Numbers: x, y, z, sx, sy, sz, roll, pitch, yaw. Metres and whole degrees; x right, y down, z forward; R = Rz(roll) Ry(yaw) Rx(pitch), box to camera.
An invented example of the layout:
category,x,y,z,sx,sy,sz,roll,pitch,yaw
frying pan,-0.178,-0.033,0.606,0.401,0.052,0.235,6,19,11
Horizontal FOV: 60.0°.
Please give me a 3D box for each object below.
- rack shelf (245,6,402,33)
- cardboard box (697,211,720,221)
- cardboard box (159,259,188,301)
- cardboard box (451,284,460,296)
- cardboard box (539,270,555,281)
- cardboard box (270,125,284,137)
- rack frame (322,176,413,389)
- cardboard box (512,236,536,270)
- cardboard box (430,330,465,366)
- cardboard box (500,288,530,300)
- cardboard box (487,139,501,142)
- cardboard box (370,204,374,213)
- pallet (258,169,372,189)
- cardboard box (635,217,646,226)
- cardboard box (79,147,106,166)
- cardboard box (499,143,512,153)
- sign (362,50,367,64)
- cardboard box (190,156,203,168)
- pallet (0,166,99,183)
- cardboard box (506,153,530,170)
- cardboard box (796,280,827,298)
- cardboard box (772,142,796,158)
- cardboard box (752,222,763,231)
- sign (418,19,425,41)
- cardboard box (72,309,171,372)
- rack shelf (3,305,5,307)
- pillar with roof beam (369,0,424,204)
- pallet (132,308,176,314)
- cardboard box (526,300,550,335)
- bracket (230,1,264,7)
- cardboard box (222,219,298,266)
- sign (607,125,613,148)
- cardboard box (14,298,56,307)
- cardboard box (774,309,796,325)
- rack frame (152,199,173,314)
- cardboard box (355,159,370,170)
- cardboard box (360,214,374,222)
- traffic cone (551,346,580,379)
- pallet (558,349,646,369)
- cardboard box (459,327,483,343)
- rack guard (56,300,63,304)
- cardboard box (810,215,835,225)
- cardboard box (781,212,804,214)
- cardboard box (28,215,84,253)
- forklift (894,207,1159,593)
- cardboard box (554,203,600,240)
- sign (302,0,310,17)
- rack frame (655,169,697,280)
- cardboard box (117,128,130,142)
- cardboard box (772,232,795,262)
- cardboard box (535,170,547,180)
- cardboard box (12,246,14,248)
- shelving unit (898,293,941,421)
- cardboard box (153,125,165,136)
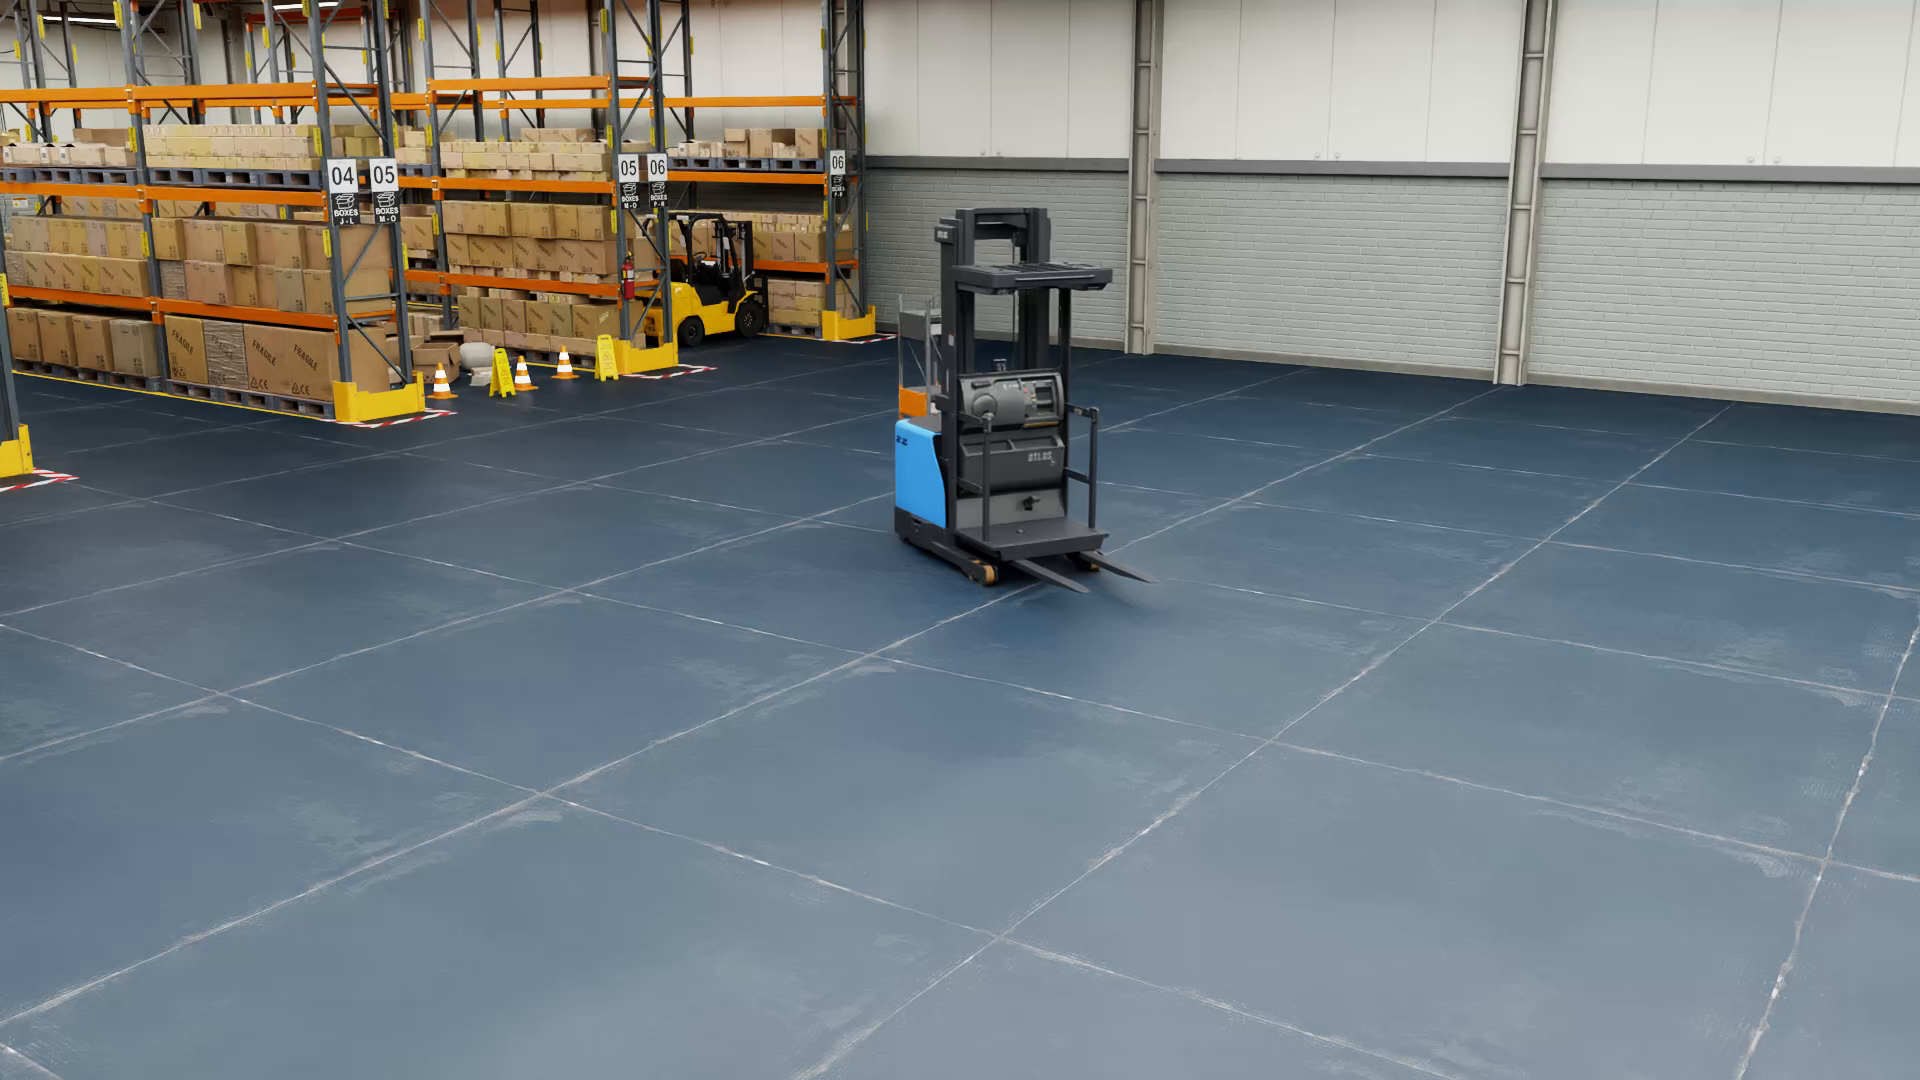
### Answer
category,x,y,z,sx,sy,sz,roll,pitch,yaw
rack shelf,-13.589,-11.098,35.511,4.000,0.370,1.077,9,17,33
cardboard box,-4.552,-5.883,30.168,0.250,0.149,0.380,10,17,34
cardboard box,-10.424,-3.616,22.877,0.550,0.550,0.875,9,17,33
cardboard box,-10.368,-5.327,34.427,0.500,0.500,0.500,8,16,31
cardboard box,-6.269,-4.098,25.657,0.250,0.149,0.380,9,17,32
cardboard box,-8.306,-5.073,20.614,0.250,0.149,0.380,10,17,34
rack frame,-7.418,-3.054,20.918,0.127,3.000,1.000,9,17,33
cardboard box,-6.579,-4.473,25.823,0.500,0.500,0.500,9,17,33
cardboard box,-7.928,-2.964,25.751,0.500,0.500,0.500,-4,14,-16
cardboard box,-6.997,-3.873,26.165,0.250,0.149,0.380,10,17,36
cardboard box,-9.220,-7.882,33.044,0.250,0.149,0.380,9,16,31
cardboard box,-9.862,-5.676,28.459,0.250,0.149,0.380,8,16,30
pallet,-8.039,-4.565,20.962,1.213,0.211,1.003,9,17,33
cardboard box,-5.923,-5.977,31.169,0.250,0.149,0.380,9,16,32
cardboard box,-11.884,-5.348,23.172,0.500,0.250,0.500,9,17,32
cardboard box,-6.868,-6.041,25.606,0.250,0.149,0.380,9,16,32
sign,-12.247,-9.952,34.191,0.005,0.325,0.100,9,17,33
cardboard box,-9.779,-4.924,21.672,0.250,0.149,0.380,9,16,32
pallet,-13.492,-5.416,24.608,1.003,0.211,1.213,10,17,35
cardboard box,-6.584,-5.801,25.464,0.500,0.250,0.500,9,17,33
cardboard box,-2.528,-4.399,29.118,0.500,0.250,0.500,10,17,35
cardboard box,-3.039,-6.773,28.895,0.258,0.266,0.396,9,17,33
cardboard box,-3.494,-5.566,29.508,0.250,0.149,0.380,9,17,33
sign,-8.363,-7.922,25.825,0.005,0.325,0.100,9,17,33
cardboard box,-12.101,-2.898,24.095,0.750,0.750,1.050,9,17,33
rack shelf,-15.716,-4.046,26.422,4.000,0.370,1.077,9,17,33
pillar with roof beam,-14.407,-8.981,32.376,0.548,9.000,9.100,9,17,33
pallet,-15.284,-4.428,32.271,1.213,0.211,1.003,9,17,33
cardboard box,-6.399,-3.482,25.933,0.500,0.500,0.500,9,16,32
bracket,-14.684,-11.917,36.746,4.783,0.066,0.076,9,17,33
cardboard box,-9.113,-3.911,21.822,0.500,0.550,0.875,9,17,33
sign,-5.065,-5.832,24.057,0.005,0.325,0.100,9,17,33
cardboard box,-14.493,-3.622,25.981,0.500,0.250,0.500,8,16,30
cardboard box,-2.946,-3.983,29.517,0.500,0.250,0.500,9,17,33
rack frame,-14.696,-5.664,31.461,0.127,3.000,1.000,9,17,33
cardboard box,-7.523,-4.750,20.970,0.250,0.149,0.380,9,17,33
cardboard box,-9.842,-5.211,27.929,0.500,0.500,0.500,8,16,31
traffic cone,-5.816,-2.624,24.459,0.334,0.463,0.336,9,17,33
pallet,-5.457,-2.827,25.805,1.213,0.211,1.003,9,17,33
cardboard box,-7.719,-3.327,26.870,0.500,0.250,0.500,8,16,30
rack guard,-18.035,-4.990,33.941,0.348,0.500,1.175,9,17,33
cardboard box,-2.387,-5.559,28.859,0.250,0.149,0.380,9,17,33
cardboard box,-2.986,-5.781,29.758,0.250,0.149,0.380,10,17,35
cardboard box,-13.269,-4.531,24.596,0.500,0.500,0.700,9,16,32
forklift,0.528,-1.178,13.482,1.130,2.935,3.031,-7,16,-26
cardboard box,-5.701,-4.827,25.173,0.500,0.500,0.700,9,17,33
sign,-7.733,-6.352,19.646,0.005,0.325,0.100,9,17,33
rack frame,-5.291,-5.581,31.127,0.127,3.000,1.000,9,17,33
cardboard box,-15.833,-7.597,31.730,0.637,0.503,0.797,11,18,37
cardboard box,-2.952,-5.178,29.292,0.500,0.500,0.500,10,17,35
cardboard box,-6.238,-5.558,25.314,0.250,0.149,0.380,9,16,31
cardboard box,-14.345,-4.458,25.620,0.250,0.149,0.380,10,17,35
shelving unit,-0.255,-1.161,15.145,0.431,2.100,0.503,-8,16,-31
cardboard box,-10.412,-5.413,21.988,0.250,0.149,0.380,9,17,32
